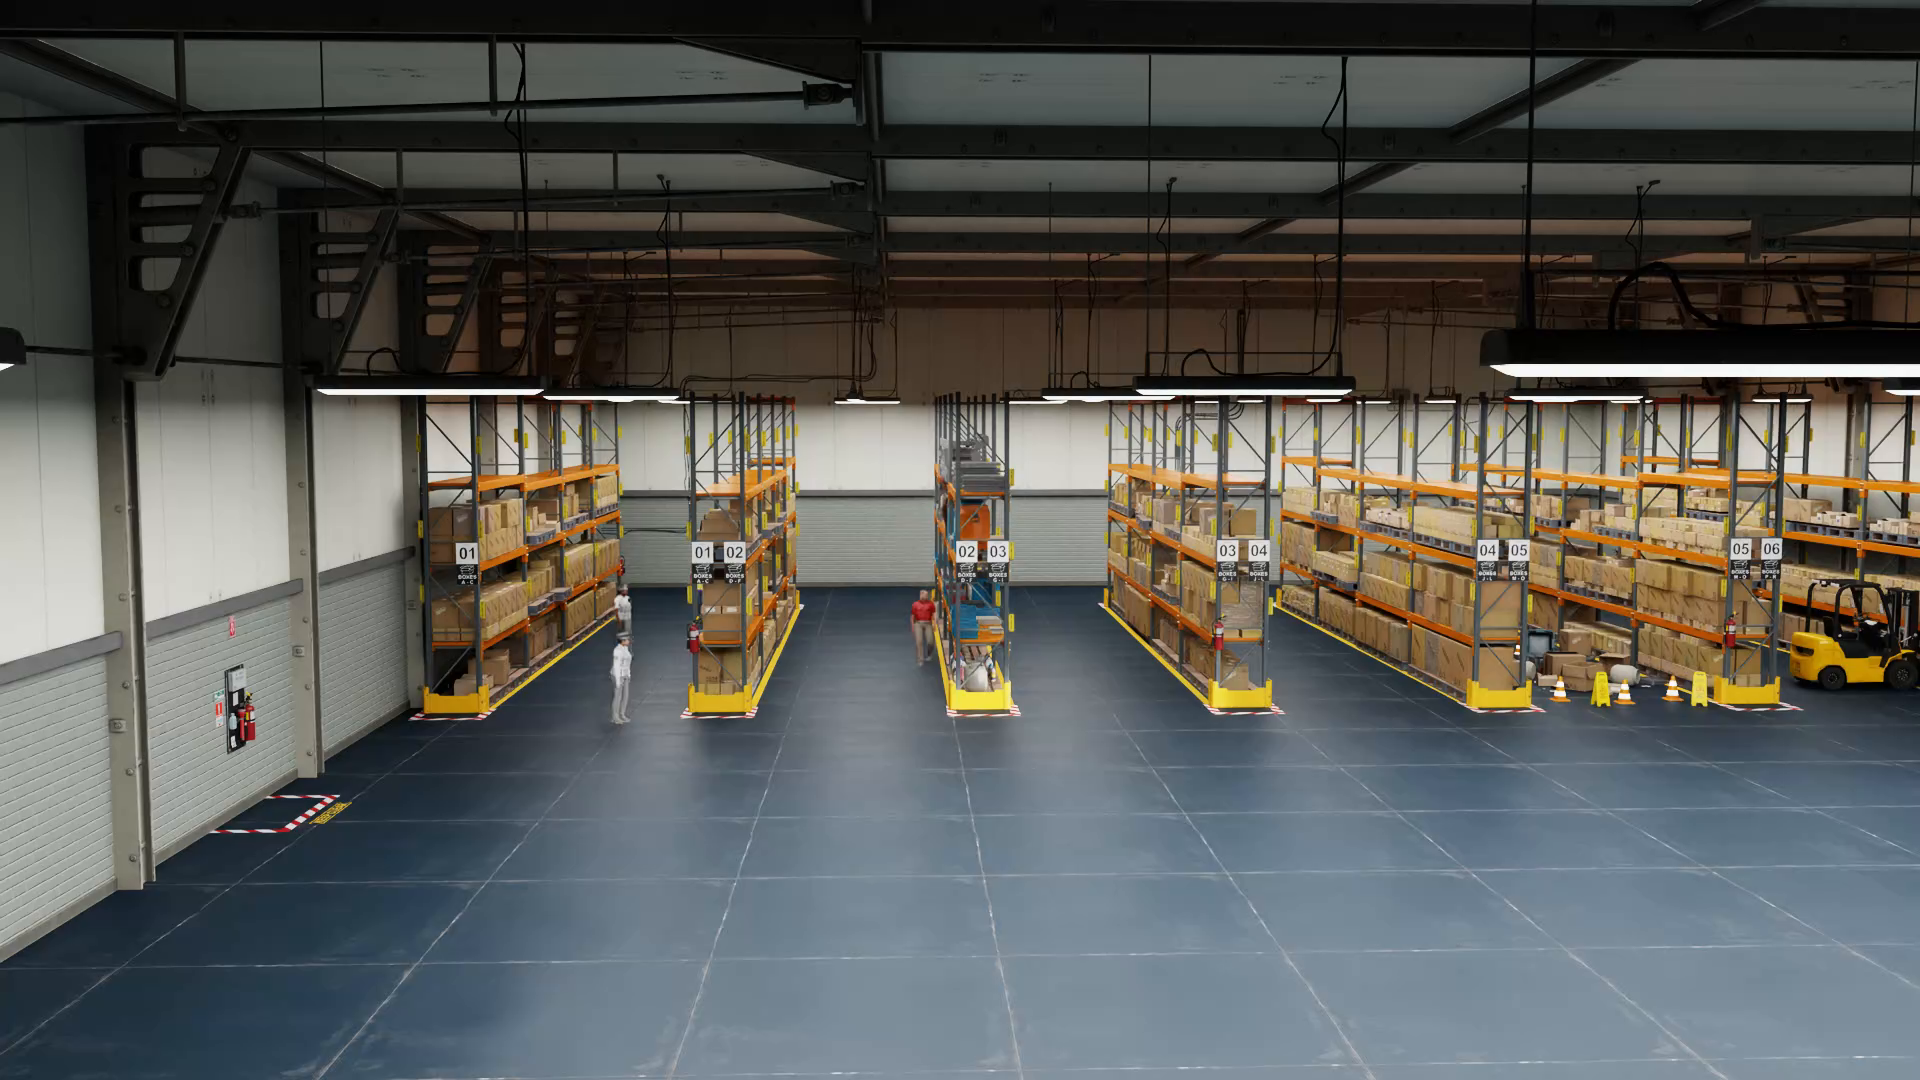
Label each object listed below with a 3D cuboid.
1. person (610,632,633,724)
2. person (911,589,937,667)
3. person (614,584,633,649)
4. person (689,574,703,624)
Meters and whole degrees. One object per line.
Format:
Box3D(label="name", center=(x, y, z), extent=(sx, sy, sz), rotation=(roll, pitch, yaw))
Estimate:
Box3D(label="person", center=(-6.129, 2.489, 30.096), extent=(0.383, 1.675, 0.521), rotation=(1, 5, 15))
Box3D(label="person", center=(-0.796, 1.950, 36.926), extent=(0.583, 1.675, 0.637), rotation=(0, 5, -5))
Box3D(label="person", center=(-7.747, 1.834, 38.324), extent=(0.425, 1.646, 0.964), rotation=(-1, 5, -9))
Box3D(label="person", center=(-6.874, 1.345, 43.985), extent=(0.553, 1.730, 1.022), rotation=(0, 5, 2))
